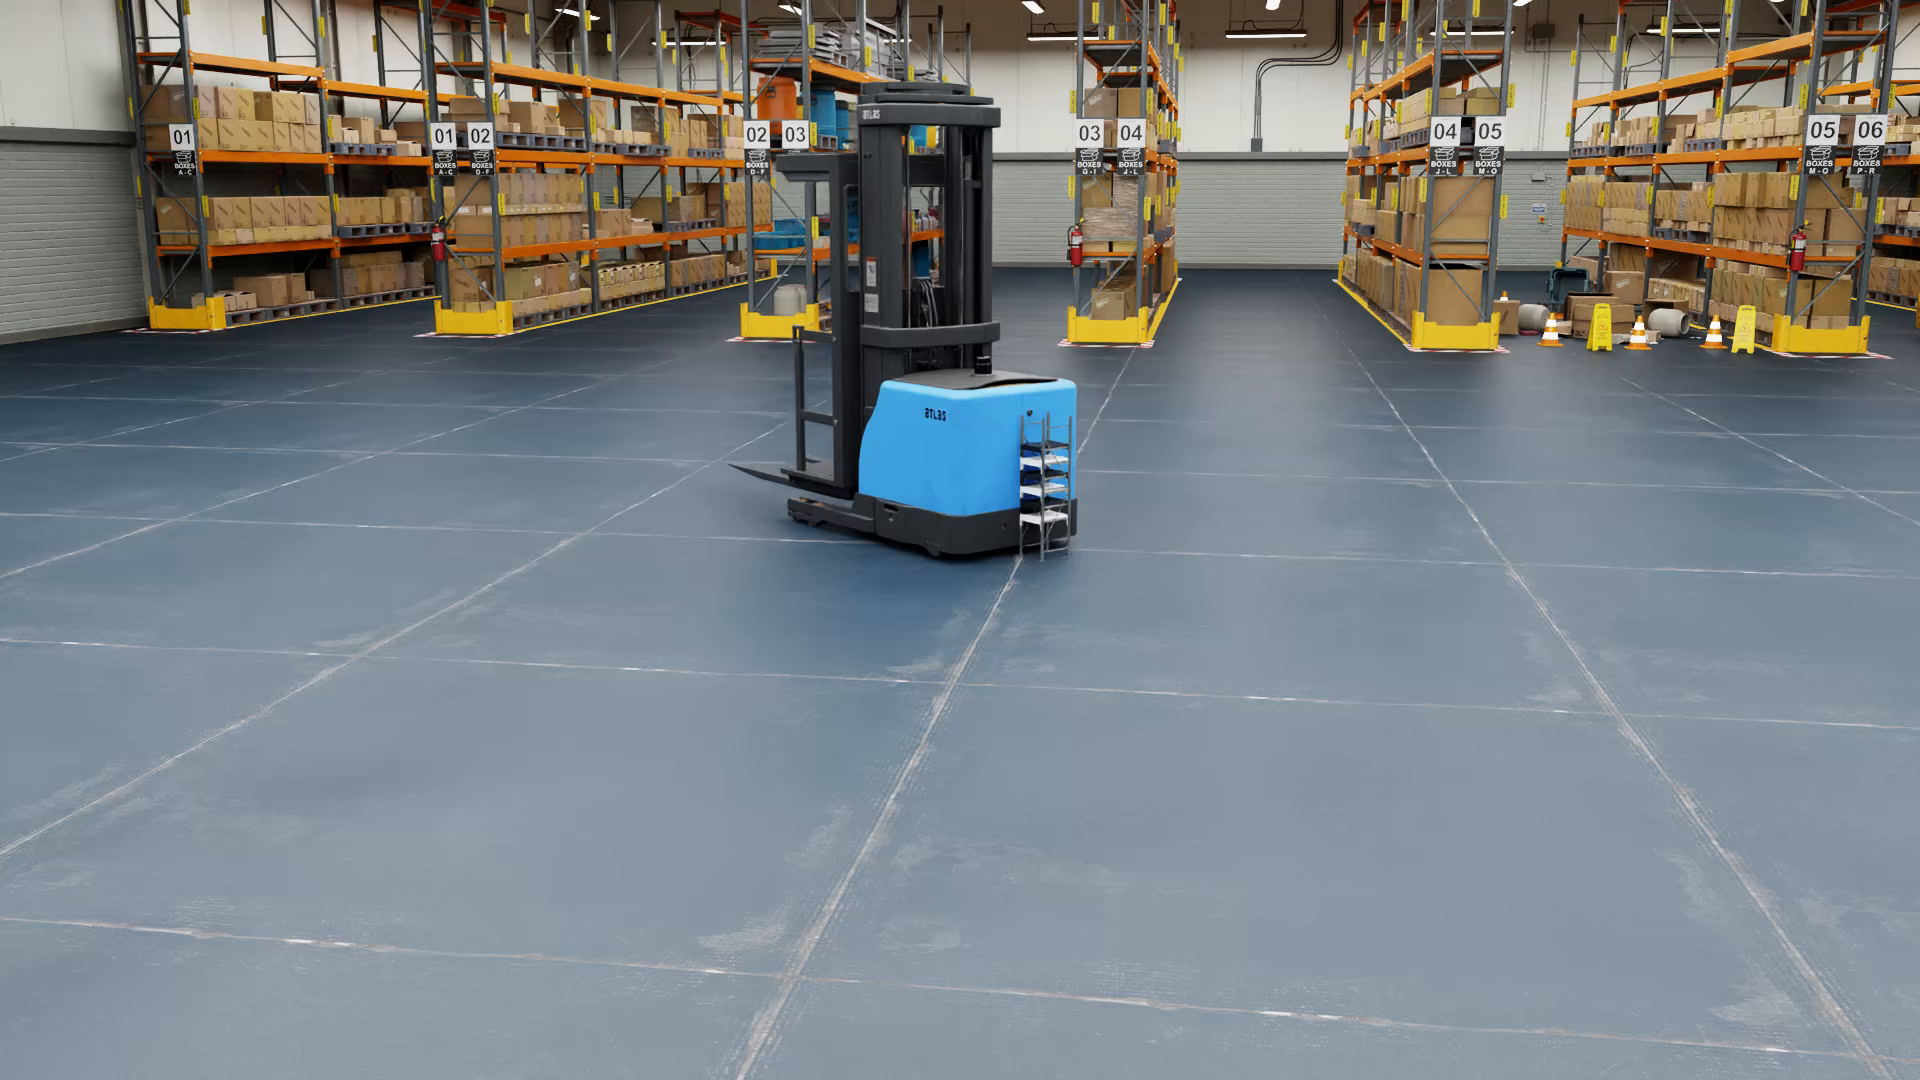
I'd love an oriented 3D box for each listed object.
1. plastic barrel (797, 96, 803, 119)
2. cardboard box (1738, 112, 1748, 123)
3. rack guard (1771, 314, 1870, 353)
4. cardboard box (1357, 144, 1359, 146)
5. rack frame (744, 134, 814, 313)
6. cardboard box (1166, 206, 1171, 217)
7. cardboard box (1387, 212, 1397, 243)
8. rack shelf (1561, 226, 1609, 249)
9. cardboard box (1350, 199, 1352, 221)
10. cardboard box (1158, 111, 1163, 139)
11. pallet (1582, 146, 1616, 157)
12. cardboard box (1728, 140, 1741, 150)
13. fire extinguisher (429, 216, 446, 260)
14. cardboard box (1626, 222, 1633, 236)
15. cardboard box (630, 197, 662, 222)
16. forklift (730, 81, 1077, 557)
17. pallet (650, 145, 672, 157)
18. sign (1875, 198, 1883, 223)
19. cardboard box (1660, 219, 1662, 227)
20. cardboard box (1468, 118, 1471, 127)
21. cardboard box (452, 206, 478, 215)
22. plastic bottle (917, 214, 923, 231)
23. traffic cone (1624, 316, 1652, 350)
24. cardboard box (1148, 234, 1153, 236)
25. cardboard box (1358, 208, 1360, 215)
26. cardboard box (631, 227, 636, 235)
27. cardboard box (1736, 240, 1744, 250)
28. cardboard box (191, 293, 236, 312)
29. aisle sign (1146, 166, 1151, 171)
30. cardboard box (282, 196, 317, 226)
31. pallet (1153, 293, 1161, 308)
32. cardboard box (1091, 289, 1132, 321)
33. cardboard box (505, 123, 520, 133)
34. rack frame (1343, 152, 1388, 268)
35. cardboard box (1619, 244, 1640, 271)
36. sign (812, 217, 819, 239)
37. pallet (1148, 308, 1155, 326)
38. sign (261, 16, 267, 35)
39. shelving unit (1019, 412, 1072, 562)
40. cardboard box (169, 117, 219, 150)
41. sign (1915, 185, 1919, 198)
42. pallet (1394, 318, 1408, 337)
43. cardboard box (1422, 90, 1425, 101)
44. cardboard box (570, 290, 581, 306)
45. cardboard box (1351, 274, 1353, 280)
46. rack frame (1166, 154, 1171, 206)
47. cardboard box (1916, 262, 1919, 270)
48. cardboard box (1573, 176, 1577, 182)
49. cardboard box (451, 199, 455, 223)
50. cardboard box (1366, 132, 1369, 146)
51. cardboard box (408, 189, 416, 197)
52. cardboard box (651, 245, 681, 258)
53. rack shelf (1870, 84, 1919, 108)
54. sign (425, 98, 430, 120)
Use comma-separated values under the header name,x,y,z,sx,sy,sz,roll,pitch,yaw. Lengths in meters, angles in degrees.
name,x,y,z,sx,sy,sz,roll,pitch,yaw
plastic barrel,-2.667,-6.570,25.797,0.600,0.588,0.600,0,12,0
cardboard box,12.086,-6.431,25.298,0.380,0.149,0.250,2,12,8
rack guard,11.981,-2.878,23.159,1.175,0.500,0.348,2,12,9
cardboard box,8.819,-8.571,35.692,0.500,0.250,0.500,1,12,6
rack frame,-2.717,-4.565,25.057,1.000,3.000,0.127,2,12,9
cardboard box,4.221,-6.845,35.400,0.500,0.500,0.500,2,12,9
cardboard box,7.572,-5.327,28.354,0.500,0.500,0.500,2,12,8
rack shelf,14.122,-6.646,36.421,1.077,0.370,4.000,2,12,9
cardboard box,8.964,-7.343,37.004,0.500,0.500,0.500,2,12,7
cardboard box,3.422,-7.513,30.189,0.500,0.500,0.500,2,12,10
pallet,14.141,-8.428,36.071,1.003,0.211,1.213,2,12,9
cardboard box,12.196,-6.150,25.888,0.380,0.149,0.250,2,12,9
fire extinguisher,-8.088,-4.679,25.769,0.296,0.674,0.183,2,12,9
cardboard box,13.177,-6.001,32.073,0.500,0.250,0.500,2,12,8
cardboard box,-6.395,-6.781,34.103,0.700,0.500,0.500,-2,12,-10
forklift,-0.546,-1.583,11.381,1.130,2.935,3.031,-9,15,-37
pallet,-6.396,-7.622,32.568,1.213,0.211,1.003,2,12,11
sign,12.505,-4.489,22.650,0.100,0.325,0.005,2,12,9
cardboard box,12.966,-5.770,30.246,0.380,0.149,0.250,1,12,5
cardboard box,7.510,-5.987,23.896,0.380,0.149,0.250,2,12,9
cardboard box,-7.740,-5.178,26.124,0.380,0.149,0.250,2,12,8
plastic bottle,-0.859,-6.608,34.652,0.144,0.351,0.185,2,12,9
traffic cone,9.612,-2.940,23.537,0.336,0.463,0.334,2,12,9
cardboard box,3.050,-5.060,27.951,0.380,0.149,0.250,2,12,9
cardboard box,8.155,-6.556,33.189,0.380,0.149,0.250,2,12,8
cardboard box,-6.521,-6.002,32.319,0.380,0.149,0.250,3,12,13
cardboard box,12.013,-4.472,25.222,0.380,0.149,0.250,2,12,9
cardboard box,-12.311,-3.928,27.438,0.500,0.311,0.500,0,12,2
aisle sign,4.353,-9.031,39.608,0.394,0.787,0.004,2,12,9
cardboard box,-11.729,-5.809,29.359,0.500,0.500,0.500,2,12,8
pallet,3.286,-4.544,31.579,1.003,0.211,1.213,2,12,9
cardboard box,2.290,-3.518,25.132,0.500,0.500,0.500,4,13,19
cardboard box,-7.256,-6.583,26.567,0.380,0.149,0.250,2,12,9
rack frame,9.523,-7.554,38.924,1.000,3.000,0.127,2,12,9
cardboard box,13.667,-5.428,33.108,0.875,0.875,0.875,2,12,10
sign,-2.174,-4.682,24.941,0.100,0.325,0.005,2,12,9
pallet,2.724,-3.733,27.816,1.003,0.211,1.213,2,12,9
sign,-12.440,-9.202,29.741,0.100,0.325,0.005,2,12,9
shelving unit,0.534,-0.333,10.404,0.258,0.900,0.210,-9,15,-37
cardboard box,-12.208,-6.473,26.503,0.500,0.500,0.500,2,12,10
sign,19.269,-6.970,33.469,0.100,0.325,0.005,2,12,9
pallet,7.298,-3.282,25.722,1.003,0.211,1.213,2,12,9
cardboard box,6.858,-6.397,23.906,0.380,0.149,0.250,2,12,10
cardboard box,-6.938,-4.213,28.952,0.500,0.250,0.500,2,12,9
cardboard box,8.731,-5.734,36.250,0.380,0.149,0.250,1,12,7
rack frame,4.023,-6.903,35.903,1.000,3.000,0.127,2,12,9
cardboard box,17.942,-5.058,30.741,0.380,0.149,0.250,1,12,6
cardboard box,13.979,-8.097,37.294,0.380,0.149,0.250,2,12,10
cardboard box,-10.858,-6.957,35.165,0.500,0.500,0.500,2,12,11
cardboard box,8.565,-8.173,33.891,0.500,0.311,0.500,2,12,8
cardboard box,-11.299,-7.060,33.811,0.380,0.149,0.250,0,12,1
cardboard box,-6.311,-6.179,35.653,0.500,0.250,0.500,2,12,8
rack shelf,18.412,-8.391,31.225,1.077,0.370,4.000,2,12,9
sign,-8.145,-6.607,25.499,0.100,0.325,0.005,2,12,9
